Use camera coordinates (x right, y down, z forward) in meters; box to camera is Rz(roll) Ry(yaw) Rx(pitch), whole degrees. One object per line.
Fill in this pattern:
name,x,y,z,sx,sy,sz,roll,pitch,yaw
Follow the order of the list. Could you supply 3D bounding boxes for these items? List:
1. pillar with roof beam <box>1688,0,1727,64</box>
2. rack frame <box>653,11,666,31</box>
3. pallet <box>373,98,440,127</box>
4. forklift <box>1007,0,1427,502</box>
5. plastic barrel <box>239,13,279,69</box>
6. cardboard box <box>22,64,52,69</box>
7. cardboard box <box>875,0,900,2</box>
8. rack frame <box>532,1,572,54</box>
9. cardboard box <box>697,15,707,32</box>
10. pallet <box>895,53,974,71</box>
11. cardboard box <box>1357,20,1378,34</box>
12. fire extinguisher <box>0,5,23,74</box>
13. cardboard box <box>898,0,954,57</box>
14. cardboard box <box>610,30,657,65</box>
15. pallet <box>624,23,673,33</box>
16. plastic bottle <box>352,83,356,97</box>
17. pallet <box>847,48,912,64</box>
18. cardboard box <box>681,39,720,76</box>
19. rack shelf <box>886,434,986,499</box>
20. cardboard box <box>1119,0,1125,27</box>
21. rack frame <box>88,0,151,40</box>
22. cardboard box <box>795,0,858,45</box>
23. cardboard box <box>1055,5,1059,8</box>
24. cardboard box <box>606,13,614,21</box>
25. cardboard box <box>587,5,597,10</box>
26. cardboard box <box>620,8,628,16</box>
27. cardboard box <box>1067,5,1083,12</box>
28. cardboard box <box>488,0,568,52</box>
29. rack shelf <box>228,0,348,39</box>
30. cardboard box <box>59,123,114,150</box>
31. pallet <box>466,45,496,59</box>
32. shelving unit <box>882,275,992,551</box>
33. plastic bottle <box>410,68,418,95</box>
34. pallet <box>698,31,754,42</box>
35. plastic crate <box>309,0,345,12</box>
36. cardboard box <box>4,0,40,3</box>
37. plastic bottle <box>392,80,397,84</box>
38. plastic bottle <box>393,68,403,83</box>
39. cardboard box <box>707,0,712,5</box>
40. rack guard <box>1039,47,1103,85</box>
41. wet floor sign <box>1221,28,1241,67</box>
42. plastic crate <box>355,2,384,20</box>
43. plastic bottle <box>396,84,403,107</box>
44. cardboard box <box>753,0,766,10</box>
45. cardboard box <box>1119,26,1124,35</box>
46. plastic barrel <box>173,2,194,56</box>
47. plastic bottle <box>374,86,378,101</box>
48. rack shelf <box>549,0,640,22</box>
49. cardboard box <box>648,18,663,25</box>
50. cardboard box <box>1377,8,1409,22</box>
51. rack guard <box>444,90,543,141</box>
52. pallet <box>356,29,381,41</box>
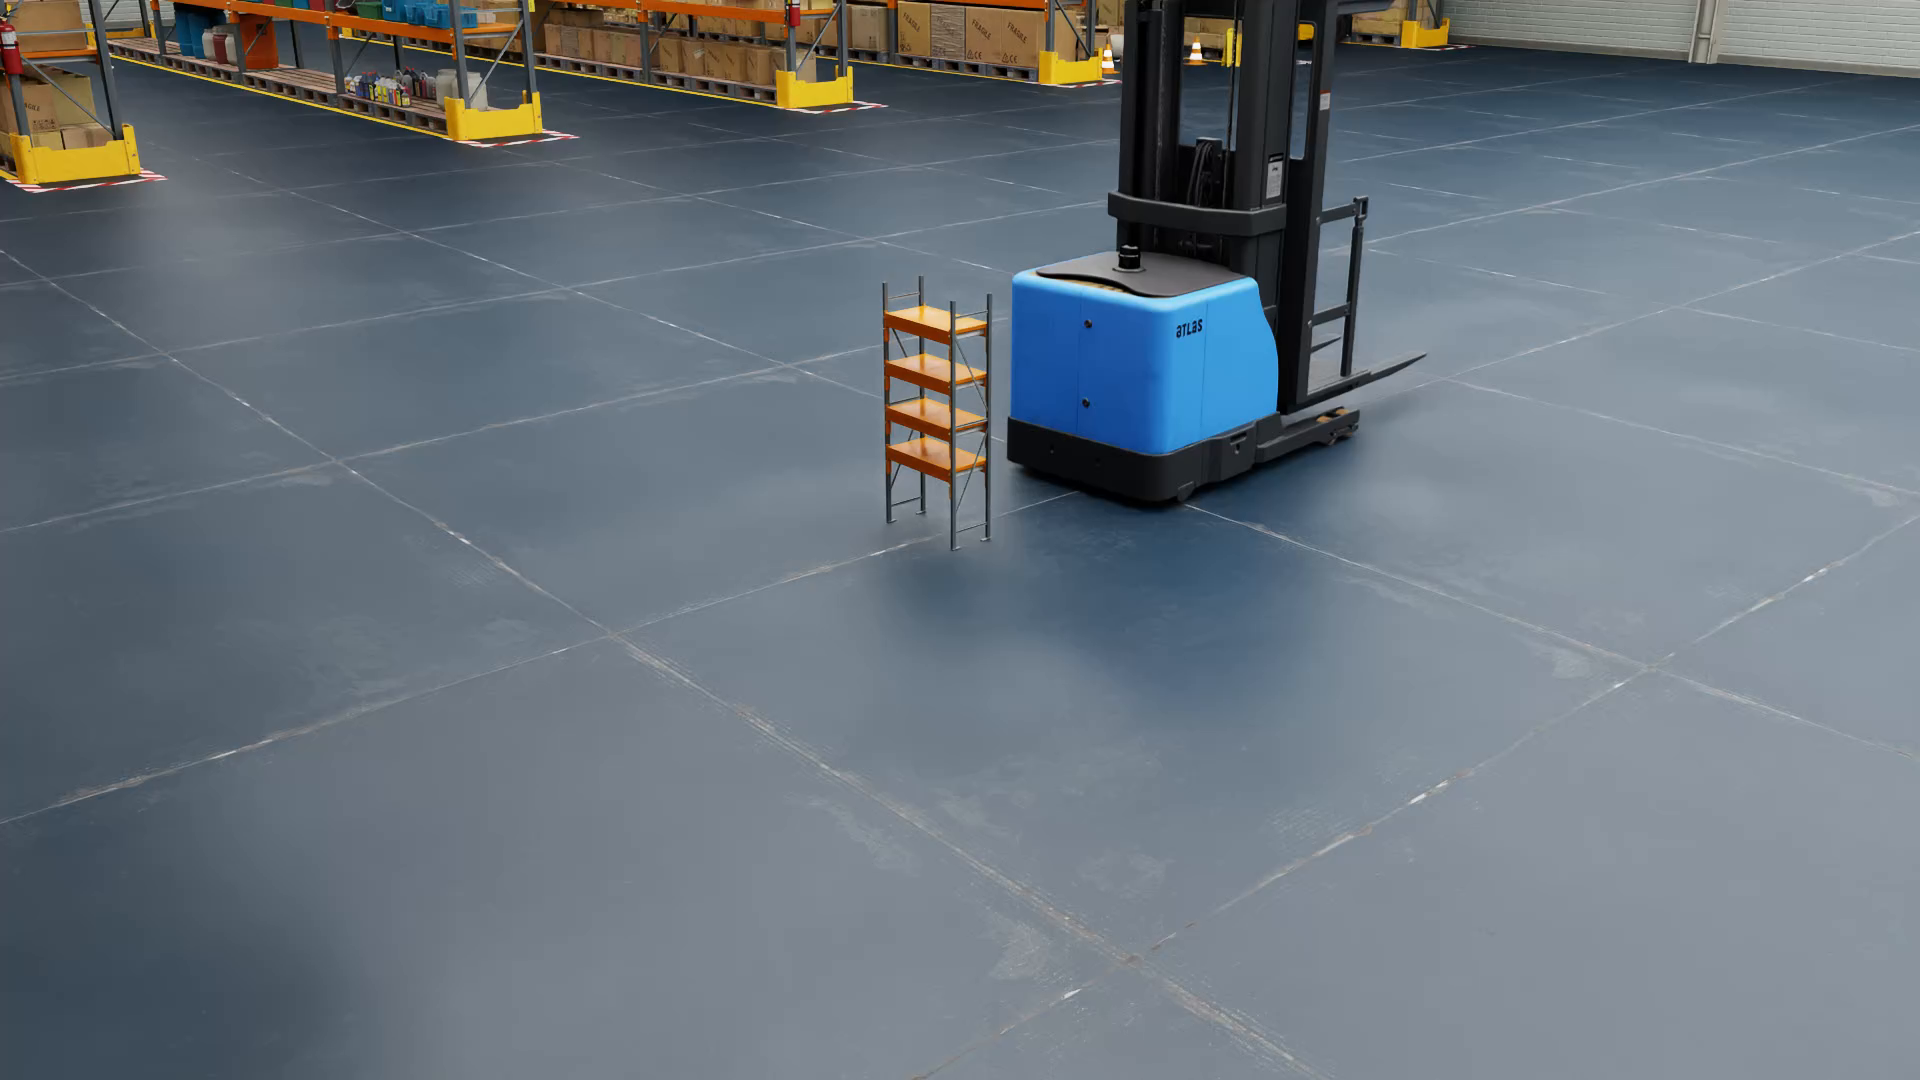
pillar with roof beam,10.103,-11.759,25.668,9.100,9.000,0.400,-17,27,-37
rack frame,-6.055,-12.168,34.937,1.000,3.000,0.127,-17,27,-37
pallet,-7.202,-5.794,22.489,1.003,0.211,1.213,-17,27,-37
forklift,1.628,-2.006,9.088,1.130,2.935,3.031,19,28,40
plastic barrel,-11.352,-8.047,26.816,0.600,0.830,0.708,-17,27,-37
cardboard box,-11.049,-5.358,19.716,0.500,0.500,0.500,-17,27,-37
cardboard box,-1.310,-12.180,37.307,0.875,0.875,0.875,-16,27,-36
rack frame,-7.268,-9.910,29.172,1.000,3.000,0.127,-17,27,-37
cardboard box,-5.075,-10.645,33.900,0.500,0.500,0.500,-17,27,-37
pallet,-0.396,-8.430,29.219,1.003,0.211,1.213,-17,27,-37
cardboard box,8.356,-10.351,33.493,0.500,0.250,0.500,-17,27,-37
fire extinguisher,-9.828,-5.163,17.159,0.296,0.674,0.183,-17,27,-37
cardboard box,-0.476,-8.973,29.119,0.875,0.875,0.875,-17,27,-37
cardboard box,-5.338,-8.157,27.520,0.700,0.500,0.500,-18,27,-38
pallet,-6.521,-11.046,35.898,1.003,0.211,1.213,-17,27,-37
plastic bottle,-8.400,-6.279,23.136,0.097,0.201,0.097,0,21,0
pallet,-1.394,-8.854,30.301,1.003,0.211,1.213,-17,27,-37
cardboard box,-4.046,-7.560,26.024,0.500,0.500,0.500,-9,23,-21
rack shelf,-0.108,-0.357,7.979,0.258,0.148,0.480,-17,27,-37
cardboard box,3.390,-10.056,31.711,0.500,0.500,0.500,-16,27,-35
rack frame,-16.242,-10.941,31.805,1.000,3.000,0.127,-17,27,-37
cardboard box,-2.542,-9.780,31.350,1.050,0.750,0.750,-17,27,-37
cardboard box,1.522,-9.920,31.589,0.500,0.500,0.500,-17,27,-37
cardboard box,-7.547,-11.496,36.555,0.380,0.149,0.250,-17,27,-37
cardboard box,-8.071,-11.841,37.029,0.380,0.149,0.250,-16,27,-36
cardboard box,-7.147,-11.486,36.121,0.380,0.149,0.250,-17,27,-36
cardboard box,2.896,-12.834,39.489,0.500,0.500,0.500,-16,27,-35
cardboard box,-7.703,-9.312,29.983,1.225,0.875,0.875,-19,28,-40
rack shelf,-9.715,-7.843,24.882,1.077,0.370,4.000,-17,27,-37
cardboard box,-9.735,-4.459,18.449,0.500,0.250,0.500,-17,27,-37
pallet,-8.518,-9.184,31.143,1.003,0.211,1.213,-17,27,-37
shelving unit,-0.108,-0.604,7.882,0.258,1.200,0.503,-17,27,-37
plastic bottle,-7.645,-6.435,23.329,0.144,0.351,0.185,-19,28,-40
pallet,-4.745,-10.317,34.036,1.003,0.211,1.213,-17,27,-37
plastic crate,-8.957,-7.716,23.484,0.402,0.464,0.583,-17,27,-37
cardboard box,-9.947,-5.751,17.528,0.380,0.149,0.250,-18,28,-38
plastic bottle,-7.700,-6.113,22.610,0.152,0.276,0.135,-17,27,-37
plastic bottle,-7.880,-6.453,23.376,0.144,0.351,0.185,-17,27,-37
cardboard box,-3.558,-8.087,24.863,0.380,0.149,0.250,-17,27,-37
rack guard,1.793,-7.682,26.911,1.175,0.500,0.348,-17,27,-37
wet floor sign,4.775,-8.655,29.197,0.267,0.644,0.232,-8,23,-19
plastic crate,-7.737,-7.085,22.250,0.450,0.188,0.662,-17,27,-37
plastic bottle,-7.419,-5.891,22.034,0.061,0.283,0.133,-17,27,-36
cardboard box,-2.753,-7.738,23.972,0.380,0.149,0.250,-17,27,-37
cardboard box,3.388,-9.707,31.849,0.500,0.250,0.500,-16,26,-34
plastic barrel,-13.289,-8.900,28.895,0.600,0.901,0.708,-17,27,-37
plastic bottle,-7.906,-6.070,22.602,0.097,0.201,0.097,0,21,0
rack shelf,-5.962,-9.022,27.893,1.077,0.370,4.000,-17,27,-37
cardboard box,-6.569,-11.063,35.450,0.380,0.149,0.250,-17,27,-37
cardboard box,8.665,-10.449,33.059,0.500,0.250,0.500,-18,28,-38
rack guard,-5.883,-5.366,21.000,1.175,0.500,0.348,-17,27,-37
pallet,-11.909,-10.619,34.808,1.003,0.211,1.213,-17,27,-37
